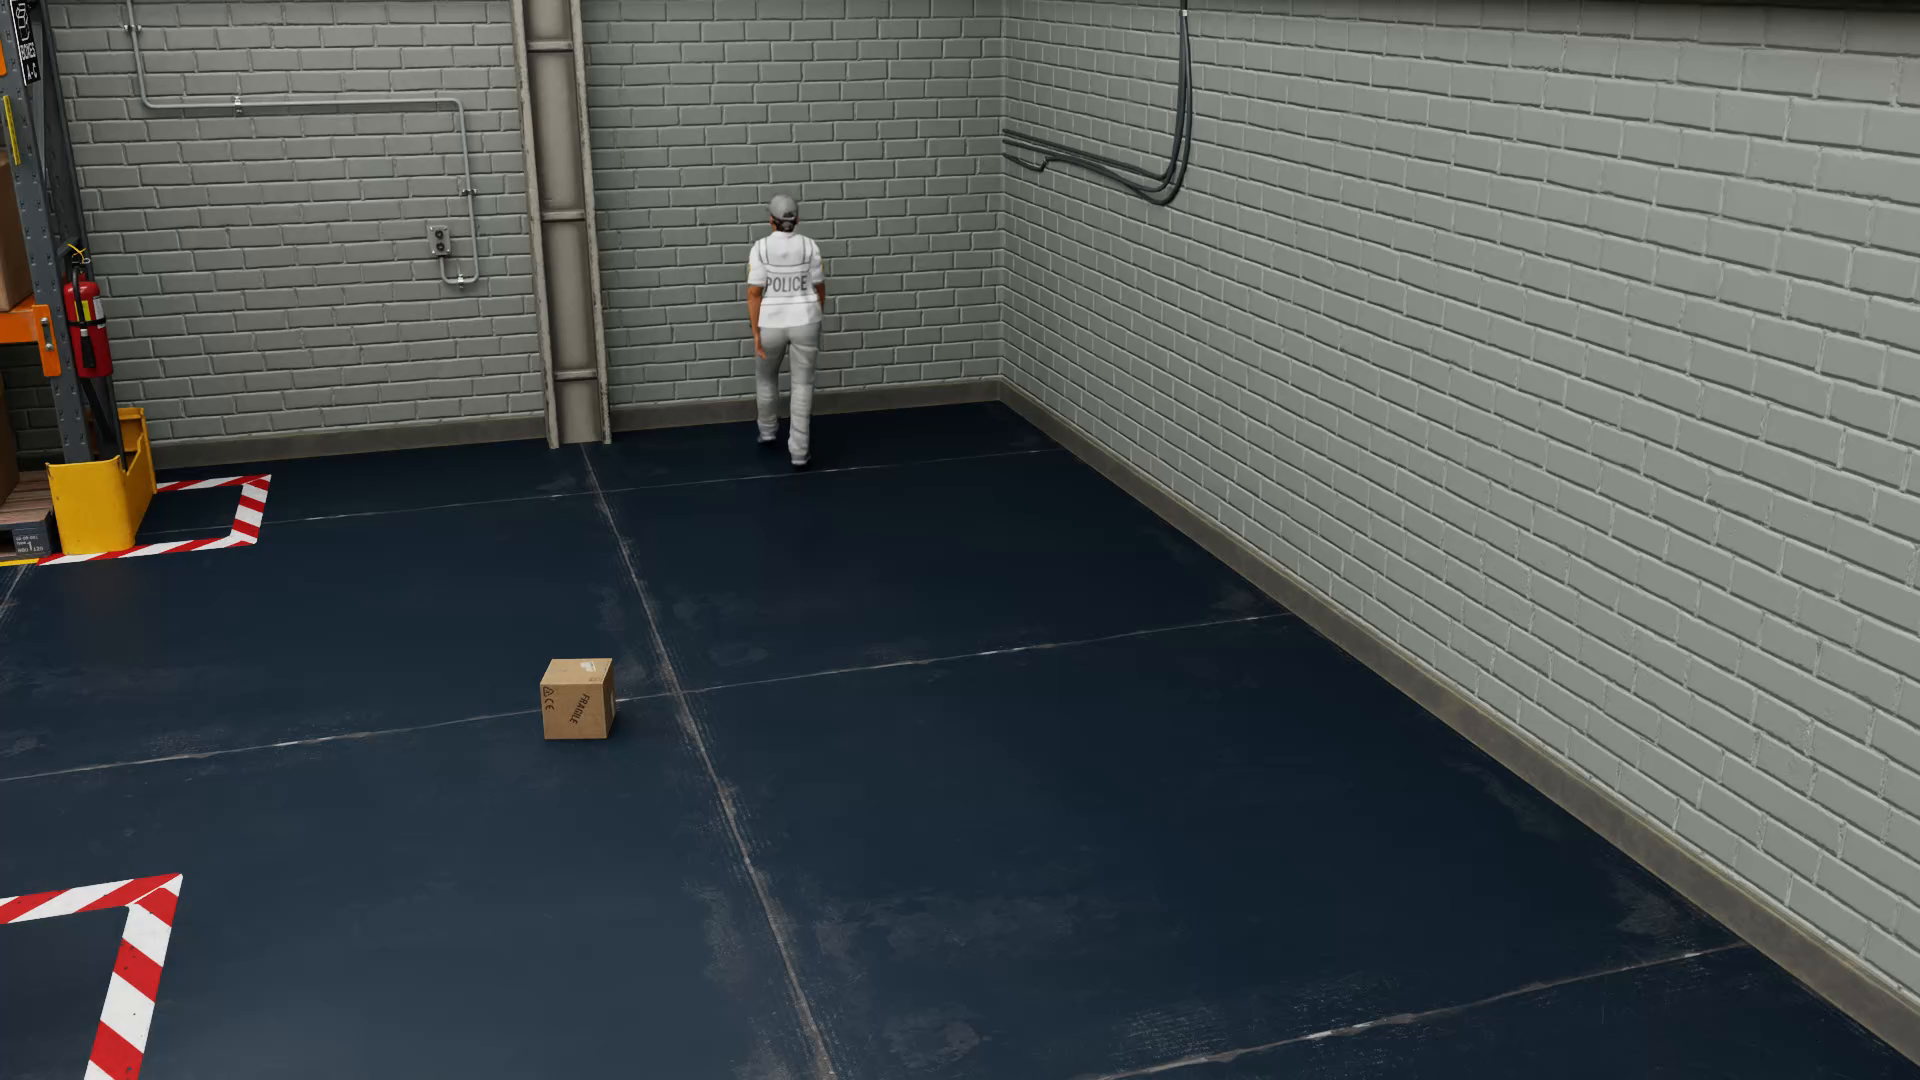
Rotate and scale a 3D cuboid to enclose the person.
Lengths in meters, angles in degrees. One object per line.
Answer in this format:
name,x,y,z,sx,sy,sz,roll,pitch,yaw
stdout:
person,-1.069,-1.321,10.327,0.478,1.666,0.817,-2,19,-5
